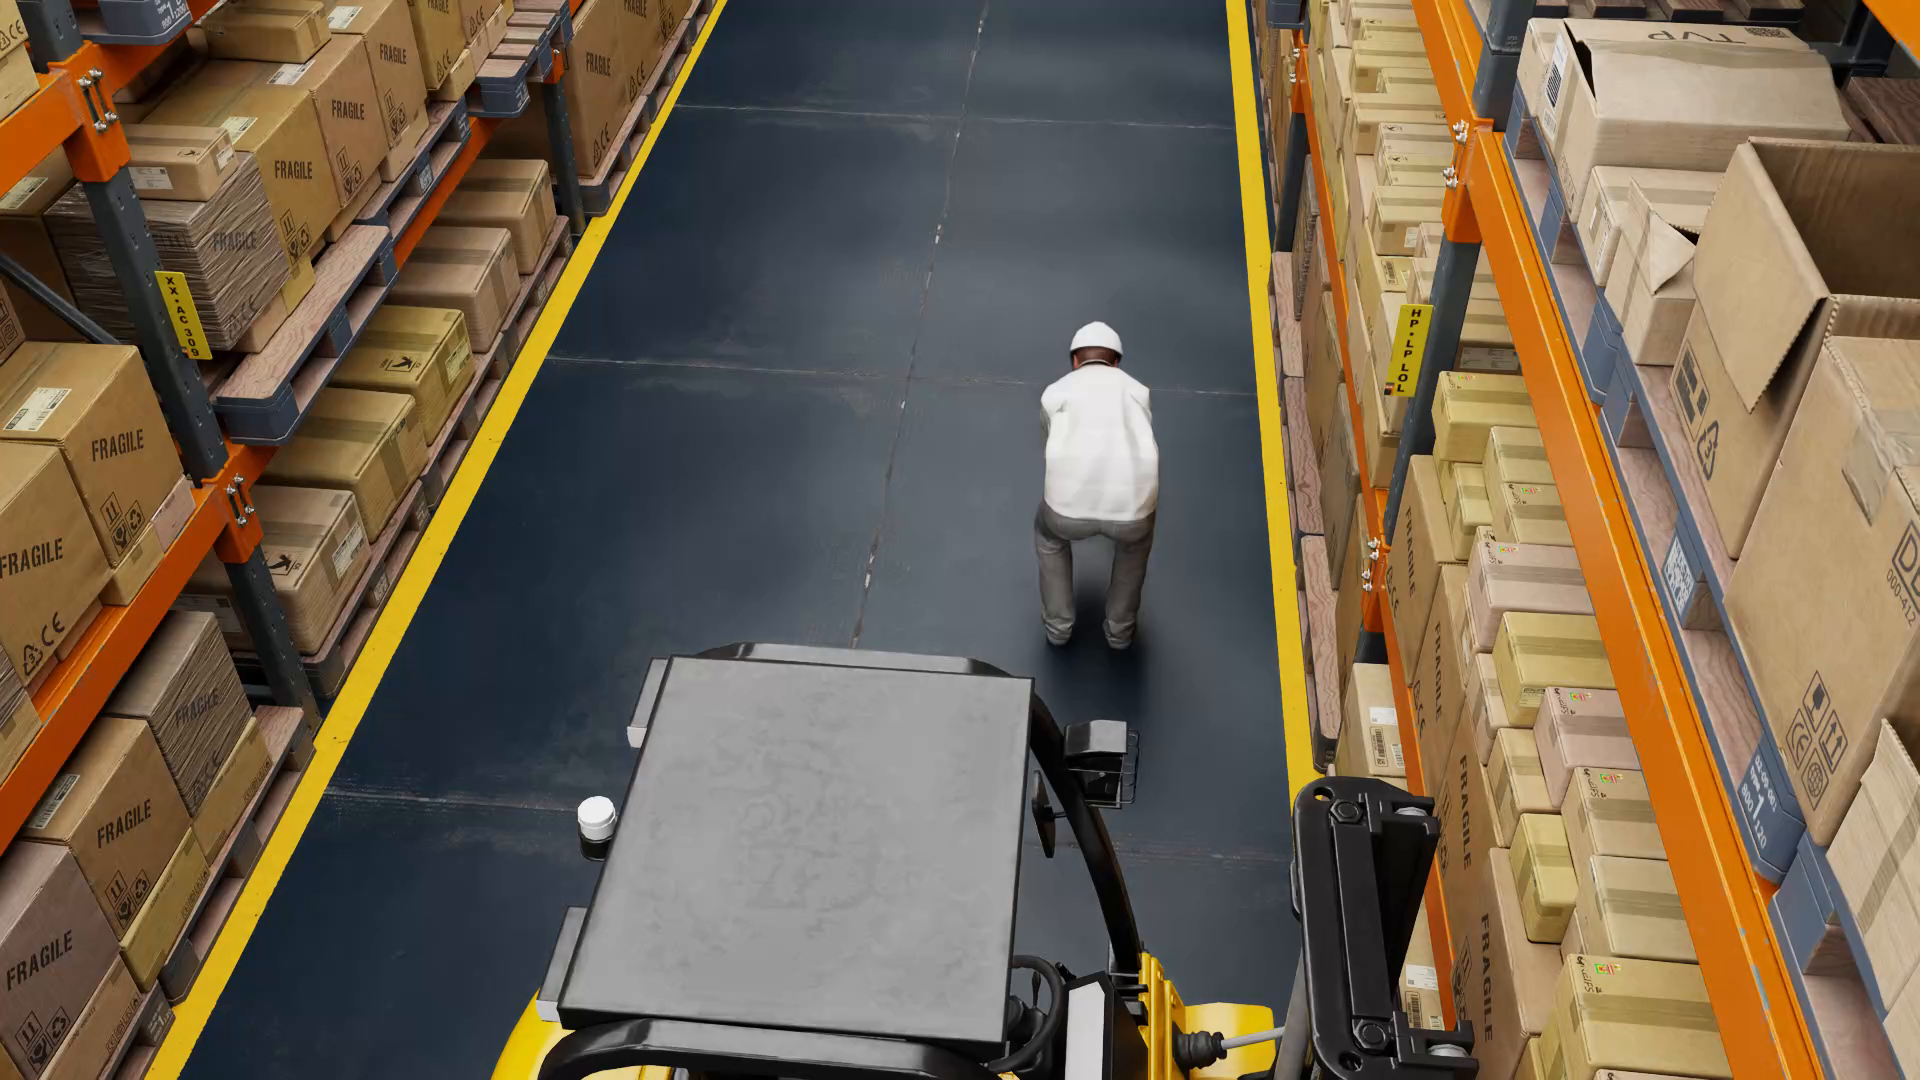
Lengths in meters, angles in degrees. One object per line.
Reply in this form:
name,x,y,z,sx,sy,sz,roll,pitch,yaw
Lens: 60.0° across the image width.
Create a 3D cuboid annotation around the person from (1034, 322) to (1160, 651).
person,0.556,-0.196,6.871,0.495,1.133,0.992,1,40,2
